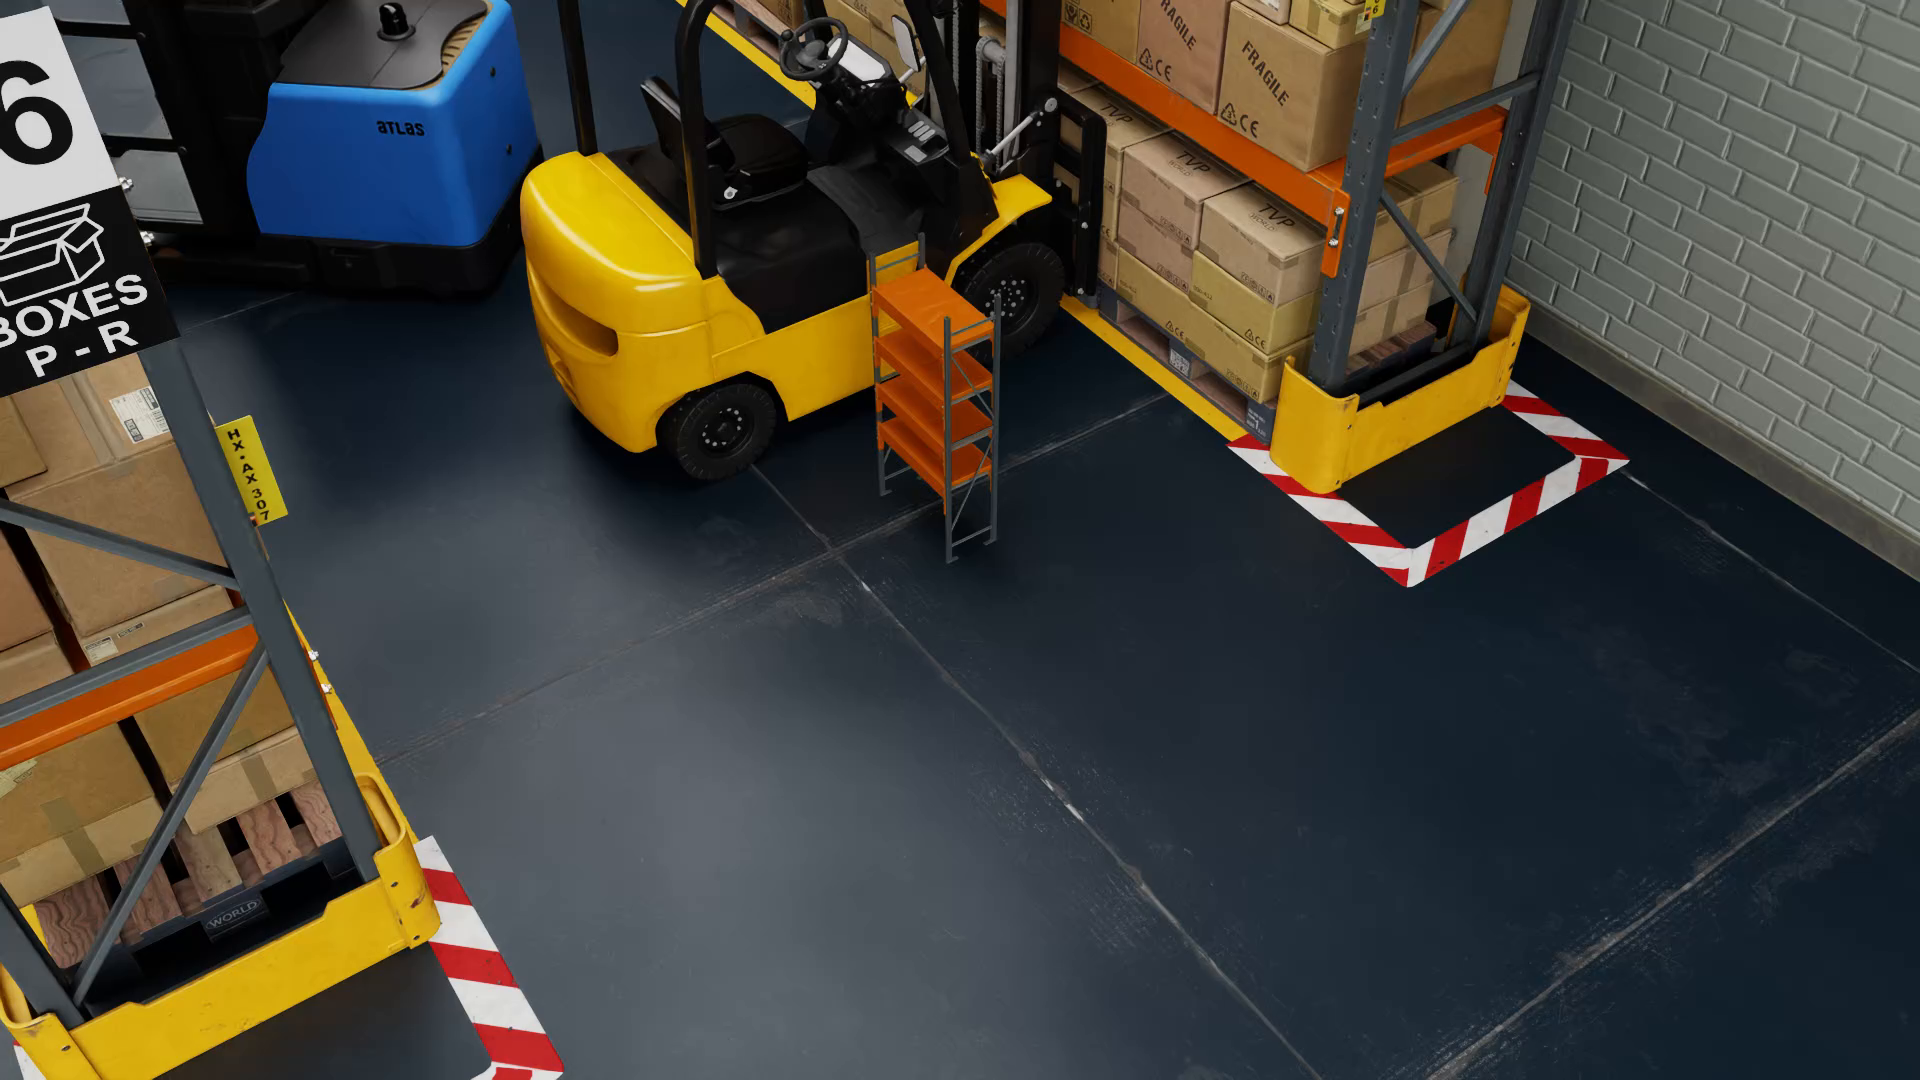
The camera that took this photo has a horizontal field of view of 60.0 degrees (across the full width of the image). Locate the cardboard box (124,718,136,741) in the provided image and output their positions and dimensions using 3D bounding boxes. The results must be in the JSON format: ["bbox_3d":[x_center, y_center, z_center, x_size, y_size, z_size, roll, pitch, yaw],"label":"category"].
[{"bbox_3d":[-3.179,0.557,5.681,0.500,0.250,0.500,-26,49,-24],"label":"cardboard box"}]

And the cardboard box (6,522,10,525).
[{"bbox_3d":[-3.025,-0.265,4.568,0.500,0.500,0.500,-26,49,-24],"label":"cardboard box"}]

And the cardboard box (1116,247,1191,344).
[{"bbox_3d":[1.059,-1.185,7.506,0.500,0.250,0.500,-26,49,-24],"label":"cardboard box"}]

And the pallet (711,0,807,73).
[{"bbox_3d":[-0.879,-3.259,10.011,1.003,0.211,1.213,-26,49,-24],"label":"pallet"}]

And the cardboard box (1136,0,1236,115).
[{"bbox_3d":[1.077,-2.109,6.715,0.500,0.500,0.500,-24,49,-23],"label":"cardboard box"}]

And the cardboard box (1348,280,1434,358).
[{"bbox_3d":[1.743,-1.113,7.431,0.500,0.250,0.500,-26,49,-24],"label":"cardboard box"}]

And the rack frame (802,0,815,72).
[{"bbox_3d":[-0.425,-3.866,8.627,1.000,3.000,0.127,-26,49,-24],"label":"rack frame"}]

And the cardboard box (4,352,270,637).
[{"bbox_3d":[-2.249,-0.159,4.457,0.500,0.500,0.500,-26,50,-25],"label":"cardboard box"}]

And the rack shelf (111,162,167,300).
[{"bbox_3d":[-3.350,-1.595,4.597,1.077,0.370,4.000,-26,49,-24],"label":"rack shelf"}]

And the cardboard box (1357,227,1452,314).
[{"bbox_3d":[1.765,-1.287,7.251,0.500,0.250,0.500,-25,49,-24],"label":"cardboard box"}]

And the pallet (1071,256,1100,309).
[{"bbox_3d":[0.698,-1.699,8.377,1.003,0.211,1.213,-26,49,-24],"label":"pallet"}]

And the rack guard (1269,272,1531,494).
[{"bbox_3d":[1.877,-0.683,7.103,1.175,0.500,0.348,-26,49,-24],"label":"rack guard"}]

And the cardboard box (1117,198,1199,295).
[{"bbox_3d":[1.050,-1.379,7.348,0.500,0.250,0.500,-26,50,-25],"label":"cardboard box"}]

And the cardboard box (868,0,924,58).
[{"bbox_3d":[-0.122,-2.693,8.362,0.500,0.250,0.500,-26,49,-24],"label":"cardboard box"}]

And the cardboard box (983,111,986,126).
[{"bbox_3d":[0.454,-1.948,7.943,0.500,0.250,0.500,-26,49,-25],"label":"cardboard box"}]

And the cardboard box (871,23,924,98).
[{"bbox_3d":[-0.112,-2.524,8.547,0.500,0.250,0.500,-26,49,-25],"label":"cardboard box"}]

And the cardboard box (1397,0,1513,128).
[{"bbox_3d":[1.808,-2.027,6.629,0.500,0.500,0.500,-24,49,-23],"label":"cardboard box"}]

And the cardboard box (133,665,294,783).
[{"bbox_3d":[-2.455,0.354,5.351,0.500,0.500,0.500,-27,50,-26],"label":"cardboard box"}]

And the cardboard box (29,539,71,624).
[{"bbox_3d":[-2.387,0.042,4.716,0.380,0.149,0.250,-25,49,-24],"label":"cardboard box"}]

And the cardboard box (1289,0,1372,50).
[{"bbox_3d":[1.435,-1.957,6.086,0.380,0.149,0.250,-25,49,-24],"label":"cardboard box"}]

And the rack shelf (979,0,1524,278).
[{"bbox_3d":[0.719,-2.473,7.689,1.077,0.370,4.000,-26,49,-24],"label":"rack shelf"}]

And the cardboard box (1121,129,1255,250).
[{"bbox_3d":[1.047,-1.544,7.158,0.500,0.250,0.500,-25,49,-24],"label":"cardboard box"}]

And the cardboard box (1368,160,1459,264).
[{"bbox_3d":[1.743,-1.467,7.077,0.500,0.250,0.500,-26,50,-25],"label":"cardboard box"}]

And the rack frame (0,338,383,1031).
[{"bbox_3d":[-2.206,0.362,4.198,1.000,3.000,0.127,-26,49,-24],"label":"rack frame"}]

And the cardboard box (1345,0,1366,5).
[{"bbox_3d":[1.485,-2.099,6.018,0.380,0.149,0.250,-26,49,-24],"label":"cardboard box"}]

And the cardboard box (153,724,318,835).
[{"bbox_3d":[-2.441,0.639,5.596,0.500,0.250,0.500,-26,49,-25],"label":"cardboard box"}]

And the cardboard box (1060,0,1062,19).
[{"bbox_3d":[0.487,-2.680,7.312,0.500,0.500,0.500,-25,49,-24],"label":"cardboard box"}]

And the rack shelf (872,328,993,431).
[{"bbox_3d":[-0.095,-0.641,6.326,0.258,0.148,0.480,-26,49,-24],"label":"rack shelf"}]

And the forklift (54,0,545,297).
[{"bbox_3d":[-3.673,-2.663,7.417,3.031,2.935,1.130,5,44,5],"label":"forklift"}]

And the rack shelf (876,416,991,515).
[{"bbox_3d":[-0.095,-0.335,6.617,0.258,0.148,0.480,-26,49,-24],"label":"rack shelf"}]

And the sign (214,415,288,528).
[{"bbox_3d":[-1.761,-0.165,4.124,0.100,0.325,0.005,-26,49,-24],"label":"sign"}]

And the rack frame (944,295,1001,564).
[{"bbox_3d":[0.045,-0.390,6.289,0.240,1.200,0.015,-26,49,-24],"label":"rack frame"}]

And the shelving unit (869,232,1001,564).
[{"bbox_3d":[-0.095,-0.528,6.434,0.258,1.200,0.503,-26,49,-24],"label":"shelving unit"}]

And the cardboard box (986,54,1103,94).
[{"bbox_3d":[0.466,-2.116,7.757,0.500,0.250,0.500,-27,50,-25],"label":"cardboard box"}]

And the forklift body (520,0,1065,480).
[{"bbox_3d":[-0.718,-1.647,6.917,2.313,2.155,1.214,-26,49,-24],"label":"forklift body"}]
